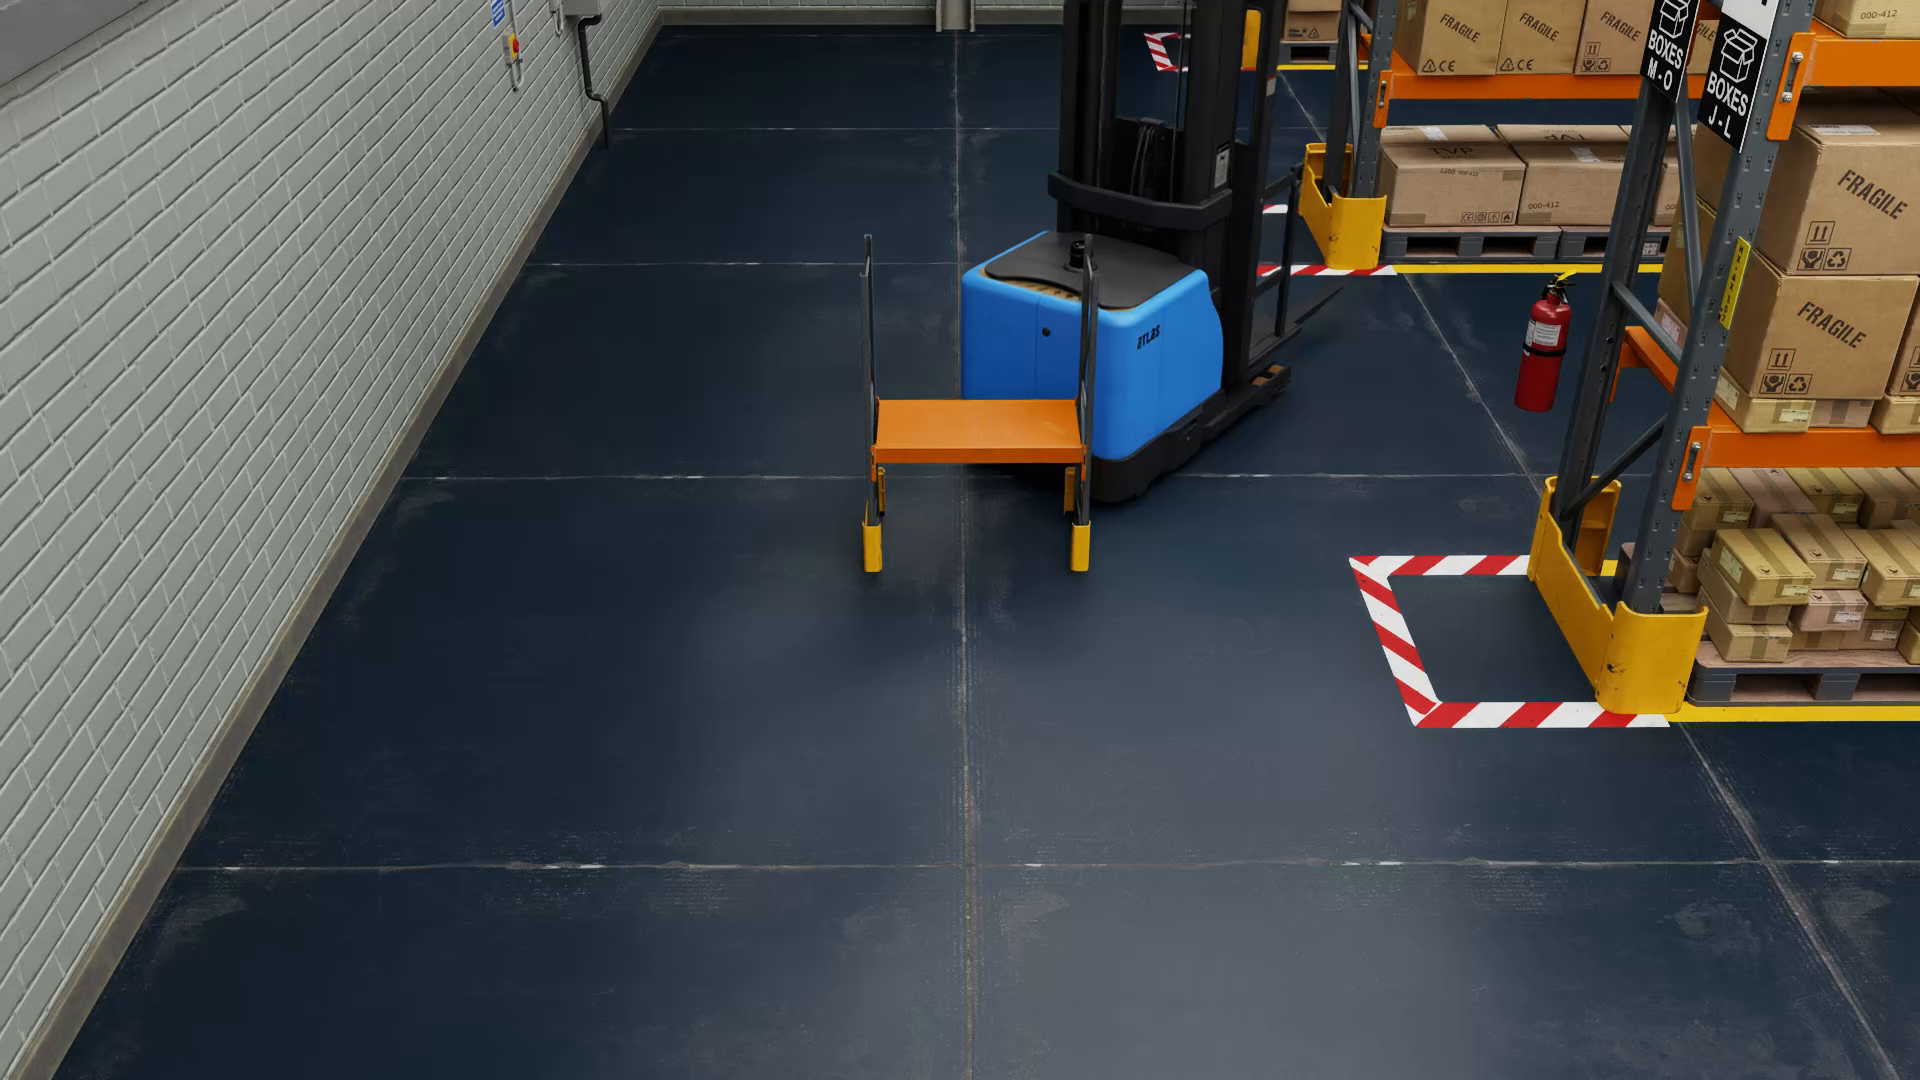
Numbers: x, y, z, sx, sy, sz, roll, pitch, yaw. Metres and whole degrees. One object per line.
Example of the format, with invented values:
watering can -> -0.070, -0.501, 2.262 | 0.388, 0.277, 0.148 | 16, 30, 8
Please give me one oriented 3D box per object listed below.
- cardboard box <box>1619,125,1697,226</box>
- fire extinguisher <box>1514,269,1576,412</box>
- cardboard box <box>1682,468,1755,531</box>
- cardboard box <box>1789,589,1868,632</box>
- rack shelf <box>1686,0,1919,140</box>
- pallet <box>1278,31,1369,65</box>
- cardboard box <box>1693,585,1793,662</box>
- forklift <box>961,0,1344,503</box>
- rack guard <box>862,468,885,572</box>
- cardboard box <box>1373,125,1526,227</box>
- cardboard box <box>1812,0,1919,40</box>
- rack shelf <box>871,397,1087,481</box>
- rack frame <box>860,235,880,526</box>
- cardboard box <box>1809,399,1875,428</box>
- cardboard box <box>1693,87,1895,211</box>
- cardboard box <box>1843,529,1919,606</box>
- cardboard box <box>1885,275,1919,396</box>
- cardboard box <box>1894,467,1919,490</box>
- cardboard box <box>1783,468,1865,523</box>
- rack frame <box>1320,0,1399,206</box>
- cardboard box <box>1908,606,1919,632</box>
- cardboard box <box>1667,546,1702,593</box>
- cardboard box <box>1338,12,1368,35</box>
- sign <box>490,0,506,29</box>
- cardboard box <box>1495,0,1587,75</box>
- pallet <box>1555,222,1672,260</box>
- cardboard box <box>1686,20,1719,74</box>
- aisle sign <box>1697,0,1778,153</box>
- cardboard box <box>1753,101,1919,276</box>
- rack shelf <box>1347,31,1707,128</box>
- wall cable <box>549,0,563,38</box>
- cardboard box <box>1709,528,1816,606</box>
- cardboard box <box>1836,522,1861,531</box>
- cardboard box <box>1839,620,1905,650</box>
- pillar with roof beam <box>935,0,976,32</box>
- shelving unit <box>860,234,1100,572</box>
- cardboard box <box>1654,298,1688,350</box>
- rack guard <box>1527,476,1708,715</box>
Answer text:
cardboard box -> 5.165, -2.563, 11.648 | 0.875, 0.438, 0.875 | -1, 31, -2
fire extinguisher -> 2.565, -0.895, 7.267 | 0.183, 0.674, 0.296 | 0, 31, 0
cardboard box -> 3.347, -0.197, 7.453 | 0.250, 0.149, 0.380 | 0, 31, 0
cardboard box -> 3.619, 0.223, 7.047 | 0.250, 0.149, 0.380 | 0, 31, -1
rack shelf -> 4.819, -1.830, 6.176 | 4.000, 0.370, 1.077 | 0, 31, 0
pallet -> 3.528, -4.802, 15.961 | 1.213, 0.211, 1.003 | 0, 31, 0
cardboard box -> 3.345, 0.355, 7.116 | 0.250, 0.149, 0.380 | 0, 31, 1
forklift -> 1.265, -2.153, 8.973 | 1.130, 2.935, 3.031 | 21, 37, 30
rack guard -> -0.422, -0.106, 8.183 | 0.087, 0.250, 0.587 | 0, 31, 0
cardboard box -> 3.348, -2.554, 11.633 | 0.875, 0.438, 0.875 | -1, 31, -2
cardboard box -> 3.270, -1.936, 5.801 | 0.500, 0.250, 0.500 | 1, 31, 1
rack shelf -> 0.085, -0.488, 7.955 | 1.000, 0.185, 0.538 | 0, 31, 0
rack frame -> -0.423, -0.640, 7.859 | 0.032, 1.500, 0.500 | 0, 31, 0
cardboard box -> 3.400, -0.594, 6.580 | 0.250, 0.149, 0.380 | 1, 31, 1
cardboard box -> 3.276, -1.576, 6.609 | 0.500, 0.500, 0.500 | -1, 31, -1
cardboard box -> 3.873, 0.113, 6.941 | 0.250, 0.149, 0.380 | 0, 31, 0
cardboard box -> 3.805, -0.891, 6.444 | 0.500, 0.500, 0.500 | 0, 31, 0
cardboard box -> 4.385, -0.232, 7.511 | 0.250, 0.149, 0.380 | 1, 31, 2
cardboard box -> 3.857, -0.234, 7.515 | 0.250, 0.149, 0.380 | -1, 31, -1
rack frame -> 2.689, -3.416, 10.988 | 0.127, 3.000, 1.000 | 0, 31, 0
cardboard box -> 4.121, 0.232, 7.032 | 0.250, 0.149, 0.380 | 1, 31, 1
cardboard box -> 3.345, 0.081, 7.568 | 0.250, 0.149, 0.380 | 0, 31, 1
cardboard box -> 3.692, -4.885, 15.754 | 0.250, 0.149, 0.380 | -1, 31, -2
sign -> -3.011, -3.476, 10.828 | 0.001, 0.218, 0.327 | 0, 31, 0
cardboard box -> 3.676, -3.327, 10.746 | 0.500, 0.500, 0.500 | -1, 31, -1
pallet -> 4.705, -2.269, 11.786 | 1.213, 0.211, 1.003 | 0, 31, 0
cardboard box -> 4.686, -3.330, 10.750 | 0.500, 0.500, 0.500 | 1, 31, 1
aisle sign -> 2.748, -1.804, 5.826 | 0.004, 0.787, 0.394 | 0, 31, 0
cardboard box -> 3.270, -1.310, 6.170 | 0.500, 0.500, 0.500 | 0, 31, -1
rack shelf -> 4.689, -3.115, 11.185 | 4.000, 0.370, 1.077 | 0, 31, 0
wall cable -> -2.970, -4.556, 11.888 | 0.122, 1.984, 0.588 | 0, 31, 0
cardboard box -> 3.345, 0.111, 6.945 | 0.250, 0.149, 0.380 | -2, 31, -3
cardboard box -> 3.865, -0.089, 7.561 | 0.250, 0.149, 0.380 | -1, 31, -2
cardboard box -> 3.855, 0.307, 7.195 | 0.250, 0.149, 0.380 | 0, 31, 0
pillar with roof beam -> -0.021, -6.781, 10.752 | 0.400, 9.000, 9.100 | 0, 31, 0
shelving unit -> 0.076, -0.641, 7.861 | 1.083, 1.500, 0.587 | 0, 31, 0
cardboard box -> 3.144, -0.889, 7.065 | 0.250, 0.149, 0.380 | 0, 31, 0
rack guard -> 2.895, 0.220, 7.406 | 0.348, 0.500, 1.175 | 0, 31, 0
